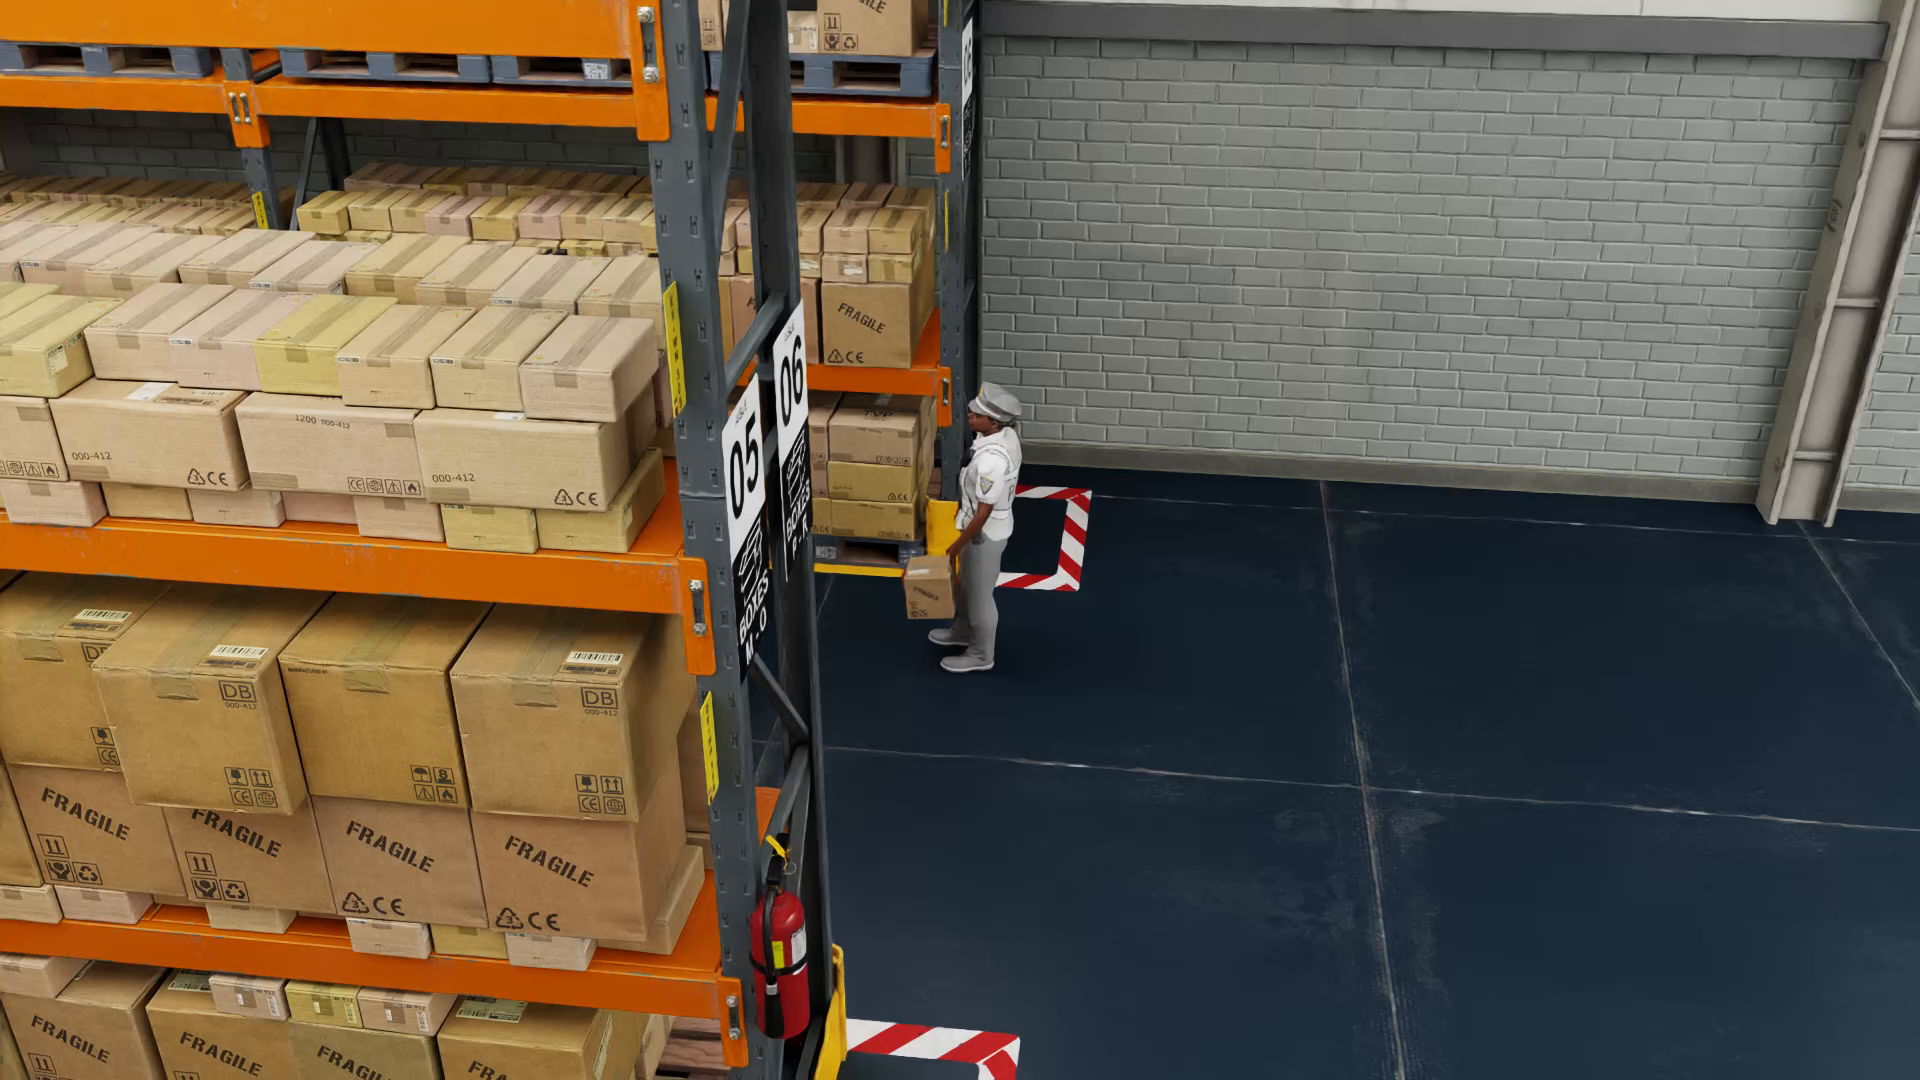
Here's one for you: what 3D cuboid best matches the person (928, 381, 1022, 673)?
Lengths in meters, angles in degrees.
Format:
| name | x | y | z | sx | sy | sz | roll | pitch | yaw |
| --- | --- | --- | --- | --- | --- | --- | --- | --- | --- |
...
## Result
| name | x | y | z | sx | sy | sz | roll | pitch | yaw |
| --- | --- | --- | --- | --- | --- | --- | --- | --- | --- |
| person | 0.056 | -0.067 | 8.795 | 0.528 | 1.698 | 0.547 | 3 | 29 | 6 |
